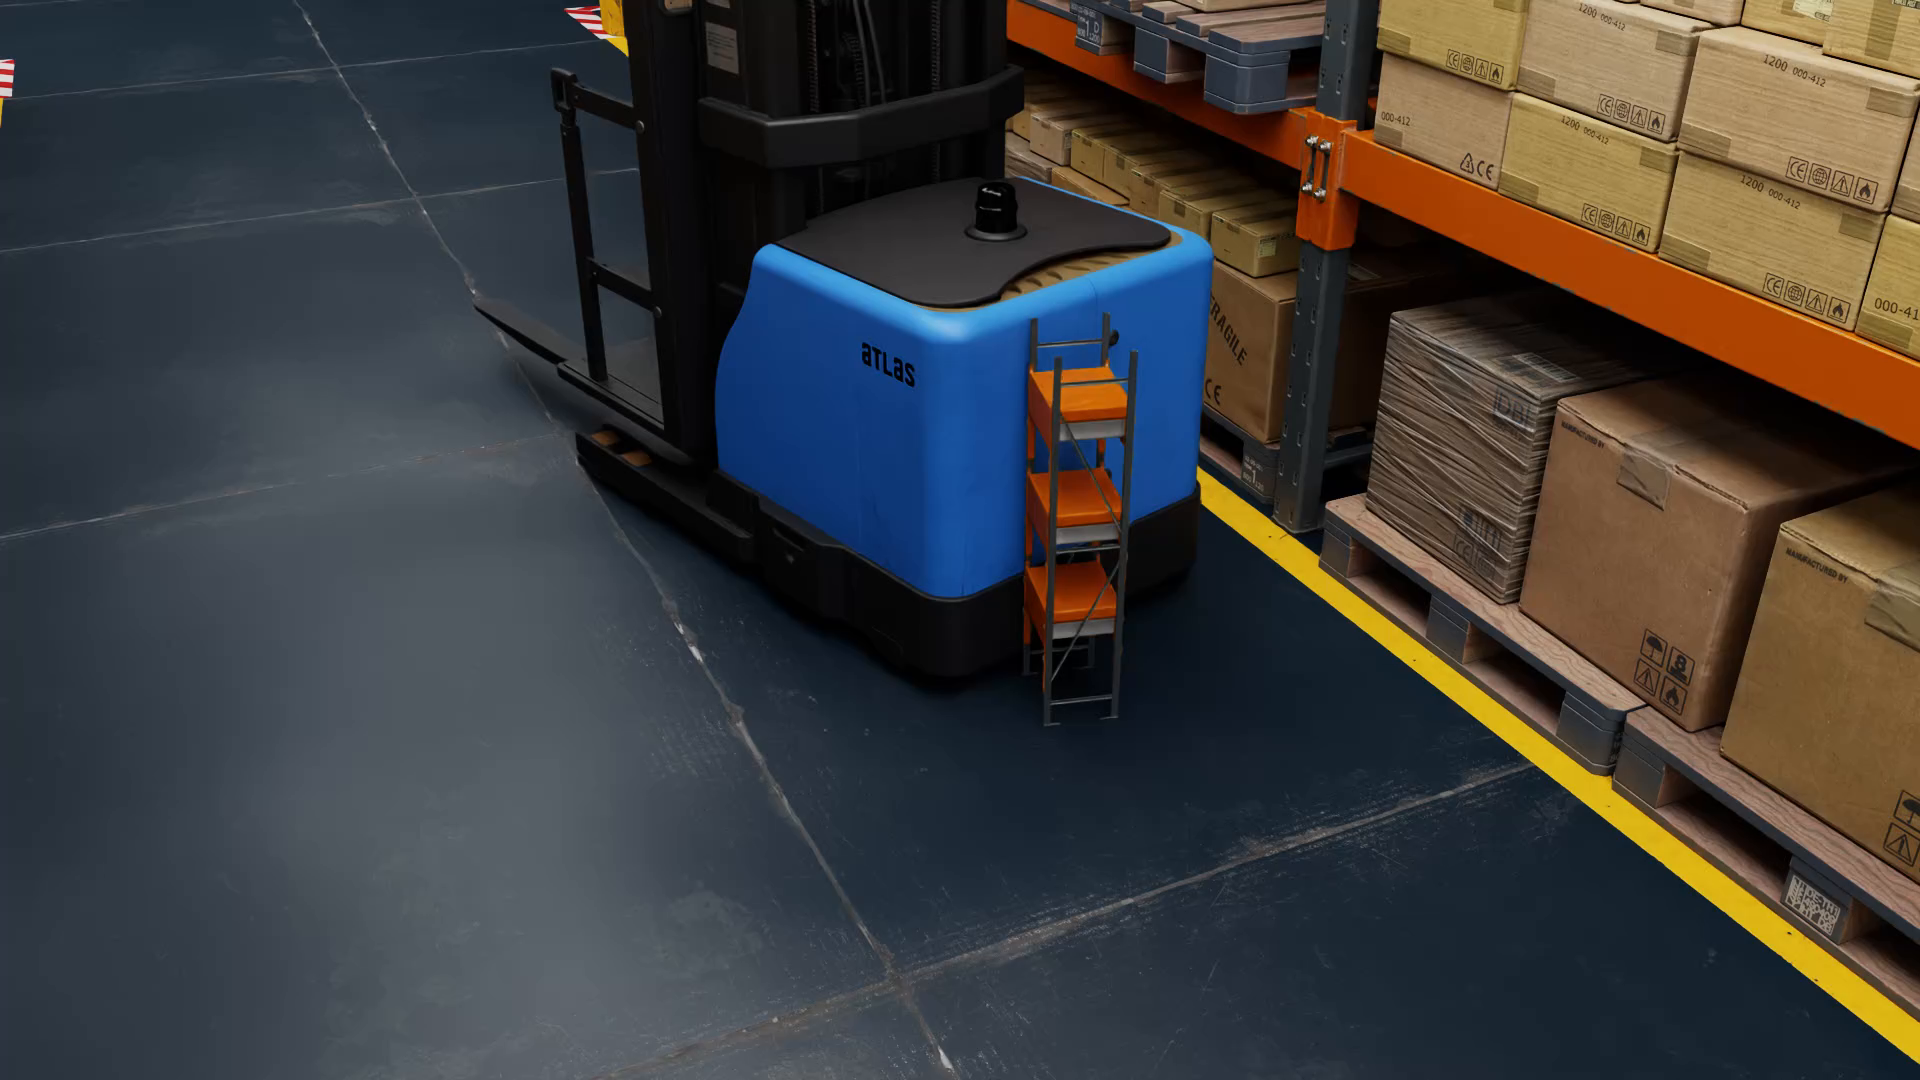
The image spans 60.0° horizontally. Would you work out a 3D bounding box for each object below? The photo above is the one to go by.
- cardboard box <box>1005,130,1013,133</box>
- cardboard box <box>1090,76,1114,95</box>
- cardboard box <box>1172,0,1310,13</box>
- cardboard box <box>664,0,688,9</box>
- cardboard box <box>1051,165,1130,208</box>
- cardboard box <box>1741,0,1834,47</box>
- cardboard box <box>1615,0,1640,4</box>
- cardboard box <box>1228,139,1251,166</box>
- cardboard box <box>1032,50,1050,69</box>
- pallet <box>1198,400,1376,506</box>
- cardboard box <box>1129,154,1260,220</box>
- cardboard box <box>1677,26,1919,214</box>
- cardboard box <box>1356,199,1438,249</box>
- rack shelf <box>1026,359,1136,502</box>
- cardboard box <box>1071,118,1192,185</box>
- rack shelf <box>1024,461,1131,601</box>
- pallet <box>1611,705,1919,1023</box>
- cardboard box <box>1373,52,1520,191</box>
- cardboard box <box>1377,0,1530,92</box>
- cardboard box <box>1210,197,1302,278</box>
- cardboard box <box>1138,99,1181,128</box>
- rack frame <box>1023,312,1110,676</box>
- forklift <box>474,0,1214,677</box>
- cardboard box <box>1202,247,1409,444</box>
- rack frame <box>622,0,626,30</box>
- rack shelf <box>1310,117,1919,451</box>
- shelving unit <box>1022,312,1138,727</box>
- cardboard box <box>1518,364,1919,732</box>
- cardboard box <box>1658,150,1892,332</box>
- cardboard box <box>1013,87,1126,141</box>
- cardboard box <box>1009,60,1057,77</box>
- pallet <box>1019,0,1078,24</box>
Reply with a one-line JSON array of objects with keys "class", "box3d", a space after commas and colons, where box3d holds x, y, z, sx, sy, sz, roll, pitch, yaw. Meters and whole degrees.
[{"class": "cardboard box", "box3d": [0.216, -1.593, 7.150, 0.500, 0.500, 0.500, -14, 32, -23]}, {"class": "cardboard box", "box3d": [0.777, -1.926, 7.081, 0.380, 0.149, 0.250, -13, 32, -21]}, {"class": "cardboard box", "box3d": [0.853, -1.731, 5.098, 0.380, 0.149, 0.250, -12, 32, -21]}, {"class": "cardboard box", "box3d": [-1.444, -3.399, 10.371, 0.700, 0.500, 0.500, -12, 31, -20]}, {"class": "cardboard box", "box3d": [0.673, -1.137, 6.337, 0.500, 0.500, 0.500, -12, 31, -20]}, {"class": "cardboard box", "box3d": [1.860, -1.129, 3.431, 0.380, 0.149, 0.250, -13, 32, -21]}, {"class": "cardboard box", "box3d": [1.601, -1.346, 3.819, 0.380, 0.149, 0.250, -12, 32, -21]}, {"class": "cardboard box", "box3d": [1.237, -1.475, 6.277, 0.380, 0.149, 0.250, -15, 32, -24]}, {"class": "cardboard box", "box3d": [0.546, -2.161, 7.500, 0.380, 0.149, 0.250, -15, 32, -24]}, {"class": "pallet", "box3d": [1.195, -0.570, 6.050, 1.003, 0.211, 1.213, -13, 32, -22]}, {"class": "cardboard box", "box3d": [0.822, -1.229, 5.837, 0.380, 0.149, 0.250, -14, 32, -24]}, {"class": "cardboard box", "box3d": [1.874, -0.897, 3.425, 0.500, 0.250, 0.500, -14, 32, -23]}, {"class": "cardboard box", "box3d": [1.539, -1.120, 5.643, 0.380, 0.149, 0.250, -11, 31, -19]}, {"class": "rack shelf", "box3d": [0.295, -0.273, 4.105, 0.215, 0.259, 0.240, -5, 30, -9]}, {"class": "cardboard box", "box3d": [0.642, -1.465, 6.259, 0.380, 0.149, 0.250, -14, 32, -23]}, {"class": "rack shelf", "box3d": [0.295, -0.025, 4.244, 0.215, 0.259, 0.240, -5, 30, -9]}, {"class": "pallet", "box3d": [2.319, 0.678, 3.825, 1.003, 0.211, 1.213, -13, 32, -22]}, {"class": "cardboard box", "box3d": [1.451, -1.135, 4.361, 0.500, 0.250, 0.500, -13, 32, -22]}, {"class": "cardboard box", "box3d": [1.429, -1.348, 4.230, 0.500, 0.250, 0.500, -13, 32, -22]}, {"class": "cardboard box", "box3d": [1.041, -0.989, 5.410, 0.380, 0.149, 0.250, -15, 32, -24]}, {"class": "cardboard box", "box3d": [0.936, -1.680, 6.642, 0.380, 0.149, 0.250, -13, 32, -22]}, {"class": "rack frame", "box3d": [0.272, -0.093, 4.343, 0.200, 1.050, 0.008, -5, 30, -9]}, {"class": "forklift", "box3d": [-0.637, -1.553, 5.022, 1.130, 2.935, 3.031, -23, 37, -35]}, {"class": "cardboard box", "box3d": [1.106, -0.683, 5.527, 0.500, 0.500, 0.500, -12, 31, -21]}, {"class": "rack frame", "box3d": [-1.953, -4.982, 11.068, 1.000, 3.000, 0.127, -13, 32, -22]}, {"class": "rack shelf", "box3d": [2.340, -0.251, 3.366, 1.077, 0.370, 4.000, -13, 32, -22]}, {"class": "shelving unit", "box3d": [0.295, -0.035, 4.238, 0.215, 1.050, 0.252, -5, 30, -9]}, {"class": "cardboard box", "box3d": [2.024, -0.030, 4.236, 0.875, 0.625, 0.625, -12, 31, -20]}, {"class": "cardboard box", "box3d": [1.890, -0.686, 3.560, 0.500, 0.250, 0.500, -14, 32, -24]}, {"class": "cardboard box", "box3d": [0.437, -1.700, 6.678, 0.380, 0.149, 0.250, -13, 32, -22]}, {"class": "cardboard box", "box3d": [0.191, -1.923, 7.076, 0.380, 0.149, 0.250, -13, 32, -22]}, {"class": "pallet", "box3d": [0.642, -2.223, 6.343, 1.003, 0.211, 1.213, -13, 32, -22]}]
